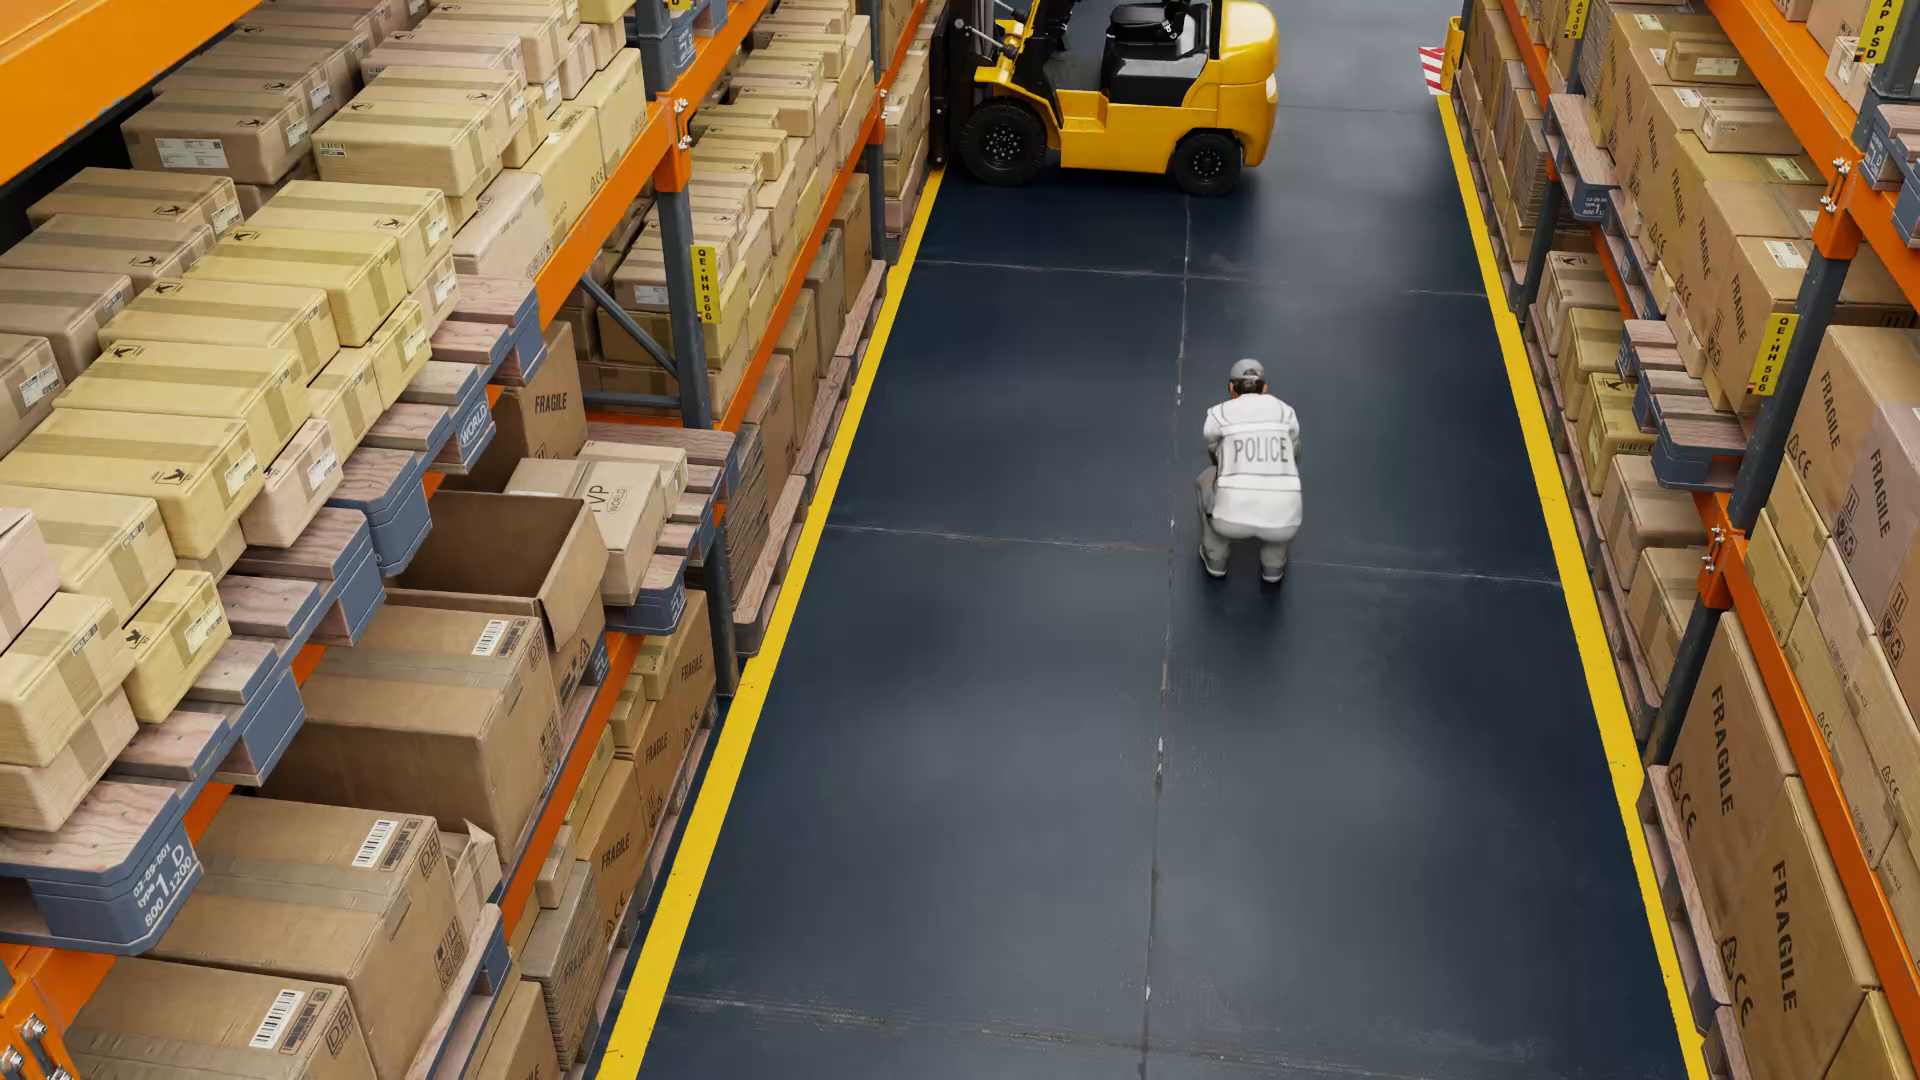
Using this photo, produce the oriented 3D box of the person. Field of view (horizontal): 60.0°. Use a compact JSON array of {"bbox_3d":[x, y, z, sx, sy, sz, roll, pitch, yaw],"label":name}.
[{"bbox_3d":[1.419,-0.331,8.103,0.519,0.951,0.862,4,37,5],"label":"person"}]
